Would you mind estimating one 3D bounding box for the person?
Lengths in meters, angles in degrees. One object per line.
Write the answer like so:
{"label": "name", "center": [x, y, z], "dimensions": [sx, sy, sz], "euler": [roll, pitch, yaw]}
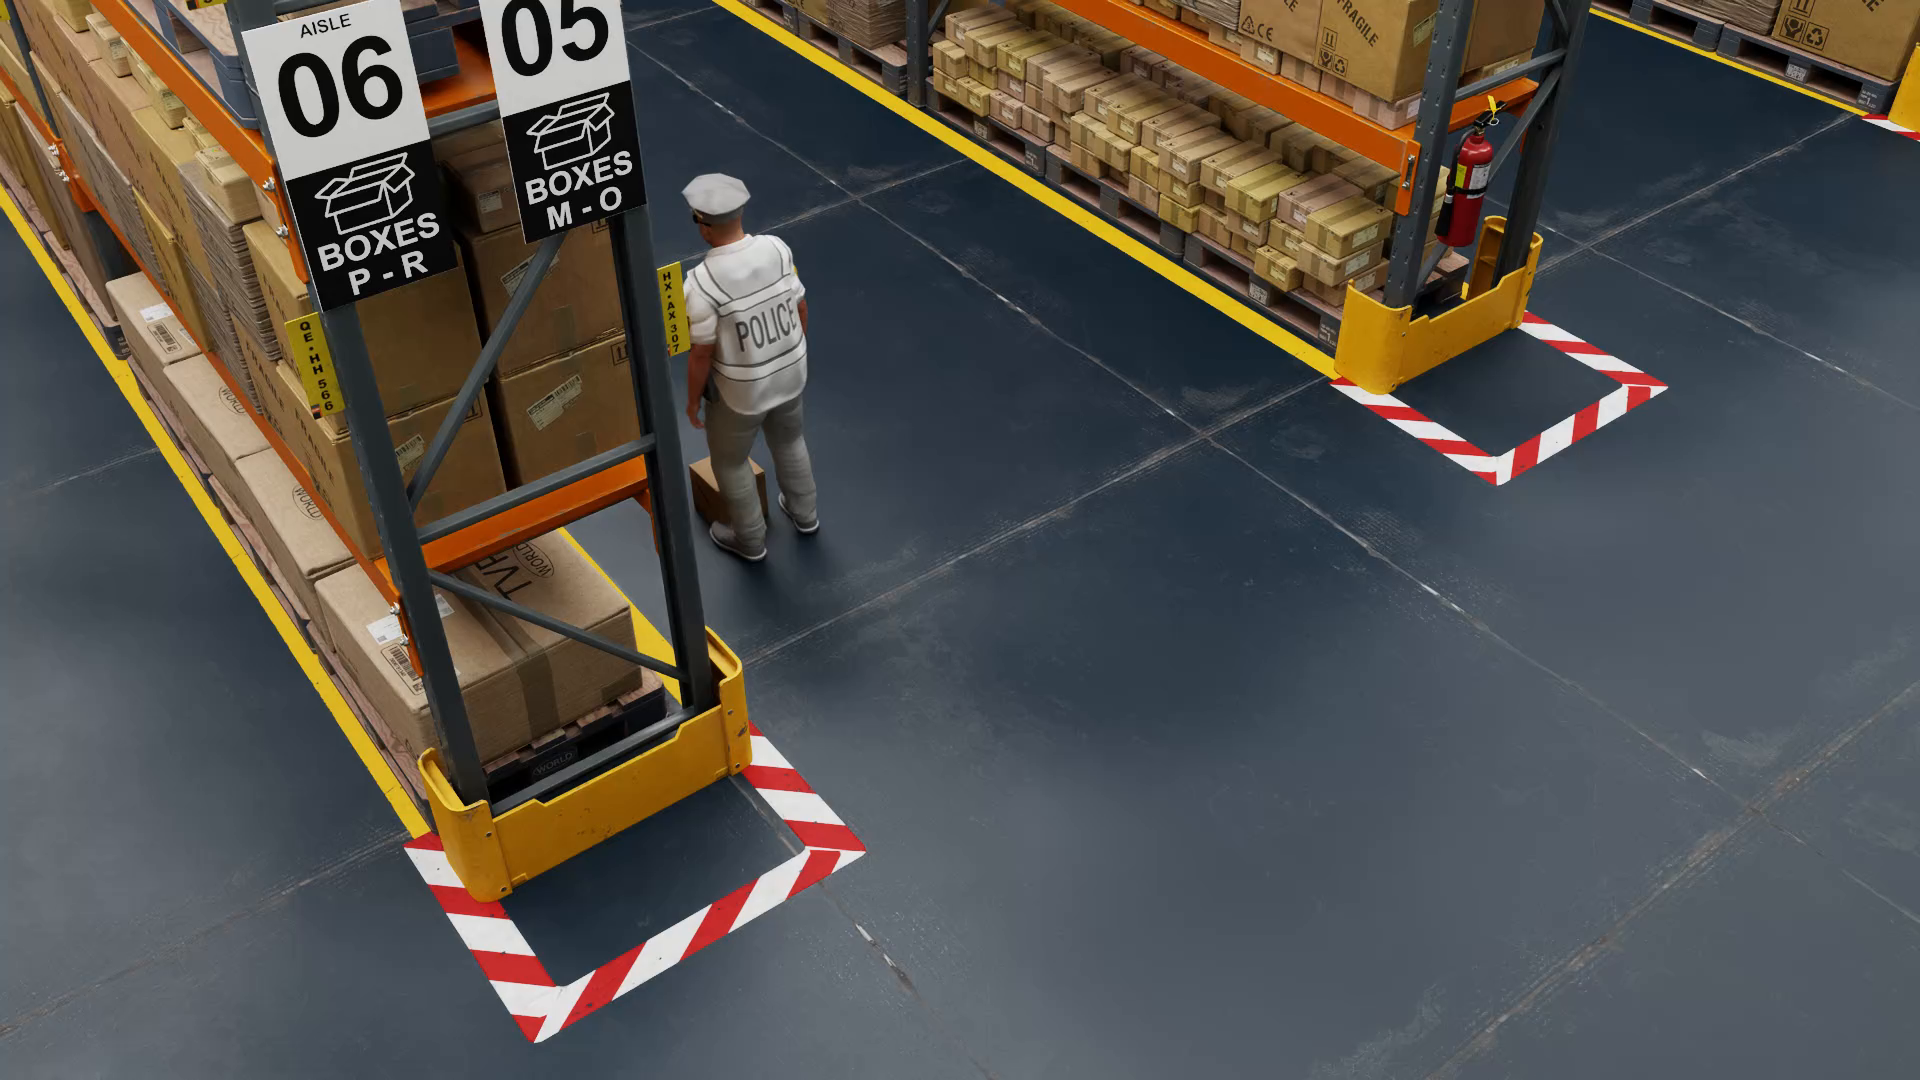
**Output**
{"label": "person", "center": [-0.869, -0.672, 6.952], "dimensions": [0.608, 1.746, 0.433], "euler": [-29, 48, -30]}
